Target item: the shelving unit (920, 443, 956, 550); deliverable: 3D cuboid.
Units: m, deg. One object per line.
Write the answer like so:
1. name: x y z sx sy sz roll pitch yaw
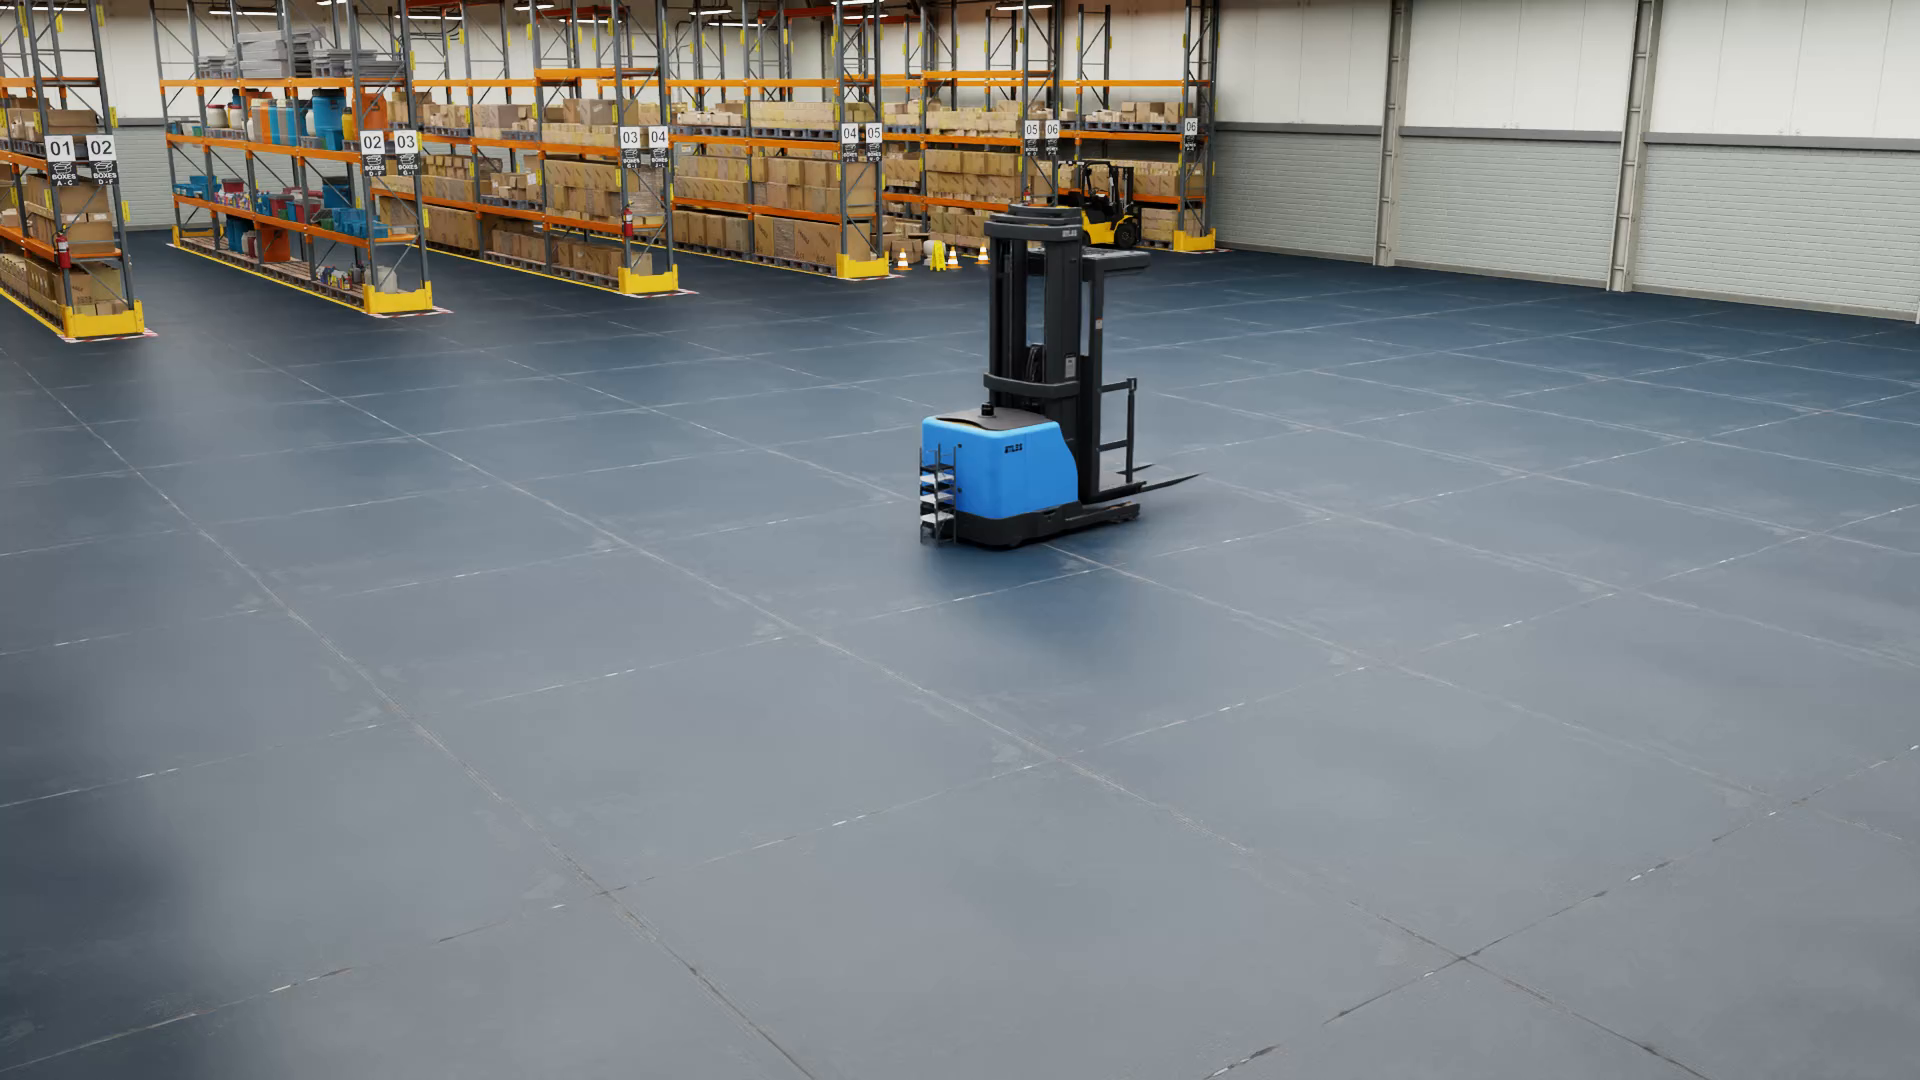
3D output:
1. shelving unit: -0.196 -0.390 14.794 0.258 0.900 0.210 -14 21 -41

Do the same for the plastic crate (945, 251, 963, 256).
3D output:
1. plastic crate: -0.256 -6.934 40.259 0.583 0.080 0.402 10 18 33

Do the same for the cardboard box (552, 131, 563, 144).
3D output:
1. cardboard box: -8.160 -8.393 34.661 0.500 0.250 0.500 -11 19 -35

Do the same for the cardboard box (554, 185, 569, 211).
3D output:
1. cardboard box: -8.052 -7.240 35.095 0.875 0.500 0.500 -11 19 -35

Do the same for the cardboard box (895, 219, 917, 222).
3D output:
1. cardboard box: -1.662 -8.153 43.364 0.950 0.372 0.625 -10 18 -33

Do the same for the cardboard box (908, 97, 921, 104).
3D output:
1. cardboard box: -1.312 -13.086 49.665 0.396 0.266 0.258 -11 19 -35

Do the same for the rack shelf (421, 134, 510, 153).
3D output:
1. rack shelf: -12.060 -9.648 40.324 1.077 0.370 4.000 -11 19 -35

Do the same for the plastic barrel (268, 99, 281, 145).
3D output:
1. plastic barrel: -13.782 -8.541 33.967 0.600 0.901 0.708 -11 19 -35

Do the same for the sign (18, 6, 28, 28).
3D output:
1. sign: -14.643 -8.177 25.986 0.100 0.325 0.005 -11 19 -35

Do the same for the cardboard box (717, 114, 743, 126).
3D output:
1. cardboard box: -5.365 -9.870 39.072 0.500 0.250 0.500 -11 19 -35

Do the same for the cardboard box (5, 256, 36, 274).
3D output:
1. cardboard box: -18.215 -5.353 32.304 0.500 0.311 0.500 -11 19 -36

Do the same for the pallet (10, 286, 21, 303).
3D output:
1. pallet: -17.734 -4.797 32.202 1.003 0.211 1.213 -11 19 -35

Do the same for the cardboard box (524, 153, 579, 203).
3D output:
1. cardboard box: -8.886 -7.950 36.509 1.000 1.000 1.000 -11 19 -34

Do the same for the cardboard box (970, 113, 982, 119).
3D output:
1. cardboard box: 0.469 -10.010 39.249 0.380 0.149 0.250 -10 18 -33

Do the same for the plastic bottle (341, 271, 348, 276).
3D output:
1. plastic bottle: -11.934 -5.057 32.196 0.152 0.276 0.135 -11 19 -35

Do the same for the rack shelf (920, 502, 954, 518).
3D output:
1. rack shelf: -0.195 -0.271 14.827 0.258 0.077 0.200 -14 21 -41

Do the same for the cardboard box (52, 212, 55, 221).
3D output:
1. cardboard box: -14.880 -5.399 27.702 0.380 0.149 0.250 -11 19 -35

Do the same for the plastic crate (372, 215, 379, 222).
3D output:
1. plastic crate: -11.668 -6.232 32.445 0.499 0.251 0.616 -11 19 -35

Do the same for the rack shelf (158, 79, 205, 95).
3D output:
1. rack shelf: -18.418 -10.987 40.293 1.077 0.370 4.000 -11 19 -35

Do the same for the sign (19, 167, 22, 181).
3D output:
1. sign: -20.804 -8.083 36.735 0.100 0.325 0.005 -11 19 -35

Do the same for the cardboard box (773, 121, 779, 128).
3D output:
1. cardboard box: -3.922 -9.244 36.977 0.380 0.149 0.250 -11 19 -35

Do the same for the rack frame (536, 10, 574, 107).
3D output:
1. rack frame: -11.516 -13.471 47.248 1.000 3.000 0.127 -11 19 -35

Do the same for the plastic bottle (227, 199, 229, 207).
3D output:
1. plastic bottle: -16.688 -7.726 37.997 0.097 0.201 0.097 0 15 0

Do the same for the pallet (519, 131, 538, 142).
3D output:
1. pallet: -8.809 -8.771 36.115 1.213 0.211 1.003 -11 19 -35

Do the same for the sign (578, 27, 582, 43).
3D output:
1. sign: -8.082 -10.729 35.312 0.100 0.325 0.005 -11 19 -35

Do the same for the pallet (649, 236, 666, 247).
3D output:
1. pallet: -7.271 -7.691 42.777 1.003 0.211 1.213 -11 19 -35

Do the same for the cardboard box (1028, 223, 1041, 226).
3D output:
1. cardboard box: 1.571 -7.409 39.456 0.500 0.500 0.500 -12 19 -36

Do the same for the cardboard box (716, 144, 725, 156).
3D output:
1. cardboard box: -6.902 -11.533 49.449 0.500 0.500 0.500 -11 19 -35

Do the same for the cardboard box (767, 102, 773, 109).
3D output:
1. cardboard box: -4.073 -9.683 37.070 0.380 0.149 0.250 -11 19 -35

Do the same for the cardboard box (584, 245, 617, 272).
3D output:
1. cardboard box: -7.558 -5.930 35.001 0.500 0.500 0.500 -13 20 -39

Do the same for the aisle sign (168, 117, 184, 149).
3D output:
1. aisle sign: -19.877 -10.283 42.042 0.394 0.787 0.004 -11 19 -35

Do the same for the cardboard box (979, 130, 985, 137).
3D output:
1. cardboard box: 0.669 -9.587 39.215 0.380 0.149 0.250 -11 19 -36

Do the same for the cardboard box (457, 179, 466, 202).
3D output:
1. cardboard box: -11.663 -8.343 39.688 0.500 0.500 0.500 -11 19 -35

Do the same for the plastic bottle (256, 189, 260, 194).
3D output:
1. plastic bottle: -16.328 -7.997 38.707 0.144 0.351 0.185 -11 19 -35

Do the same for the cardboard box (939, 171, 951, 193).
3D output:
1. cardboard box: -0.169 -8.756 40.632 0.500 0.500 0.500 -11 19 -35

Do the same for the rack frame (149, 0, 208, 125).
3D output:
1. rack frame: -19.594 -11.954 41.705 1.000 3.000 0.127 -11 19 -35

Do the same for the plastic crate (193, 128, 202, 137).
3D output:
1. plastic crate: -17.736 -9.594 39.168 0.450 0.188 0.662 -11 19 -35

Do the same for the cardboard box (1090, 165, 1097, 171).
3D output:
1. cardboard box: 3.625 -9.773 43.684 0.380 0.149 0.250 -10 18 -33

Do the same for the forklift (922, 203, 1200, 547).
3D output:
1. forklift: 1.065 -1.656 15.574 3.031 2.935 1.130 -14 20 -41

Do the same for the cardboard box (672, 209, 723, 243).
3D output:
1. cardboard box: -6.527 -7.843 41.514 1.050 0.750 0.750 -11 19 -35

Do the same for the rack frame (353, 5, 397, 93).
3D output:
1. rack frame: -15.588 -12.723 44.514 1.000 3.000 0.127 -11 19 -35

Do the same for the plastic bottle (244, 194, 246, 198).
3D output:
1. plastic bottle: -16.839 -8.053 39.193 0.097 0.201 0.097 0 15 0

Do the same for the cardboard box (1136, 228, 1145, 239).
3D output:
1. cardboard box: 4.745 -7.865 42.545 0.500 0.250 0.500 -11 19 -34

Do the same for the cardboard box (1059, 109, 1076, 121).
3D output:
1. cardboard box: 2.874 -11.347 44.355 0.500 0.311 0.500 -12 19 -36

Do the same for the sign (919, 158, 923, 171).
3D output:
1. sign: -0.963 -9.276 41.094 0.100 0.325 0.005 -11 19 -35

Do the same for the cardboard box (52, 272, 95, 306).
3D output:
1. cardboard box: -14.751 -4.182 27.666 0.500 0.500 0.500 -11 19 -35

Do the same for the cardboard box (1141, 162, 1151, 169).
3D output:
1. cardboard box: 4.793 -9.473 42.023 0.380 0.149 0.250 -10 18 -33

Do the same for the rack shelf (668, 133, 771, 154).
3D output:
1. rack shelf: -5.637 -9.542 39.937 1.077 0.370 4.000 -11 19 -35

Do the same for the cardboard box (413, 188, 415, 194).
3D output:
1. cardboard box: -13.680 -8.868 42.271 0.380 0.149 0.250 -11 19 -34

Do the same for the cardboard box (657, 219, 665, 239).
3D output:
1. cardboard box: -7.411 -7.966 42.438 0.500 0.500 0.500 -11 19 -35

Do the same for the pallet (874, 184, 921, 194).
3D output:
1. pallet: -1.671 -9.150 43.189 1.003 0.211 1.213 -11 19 -35
